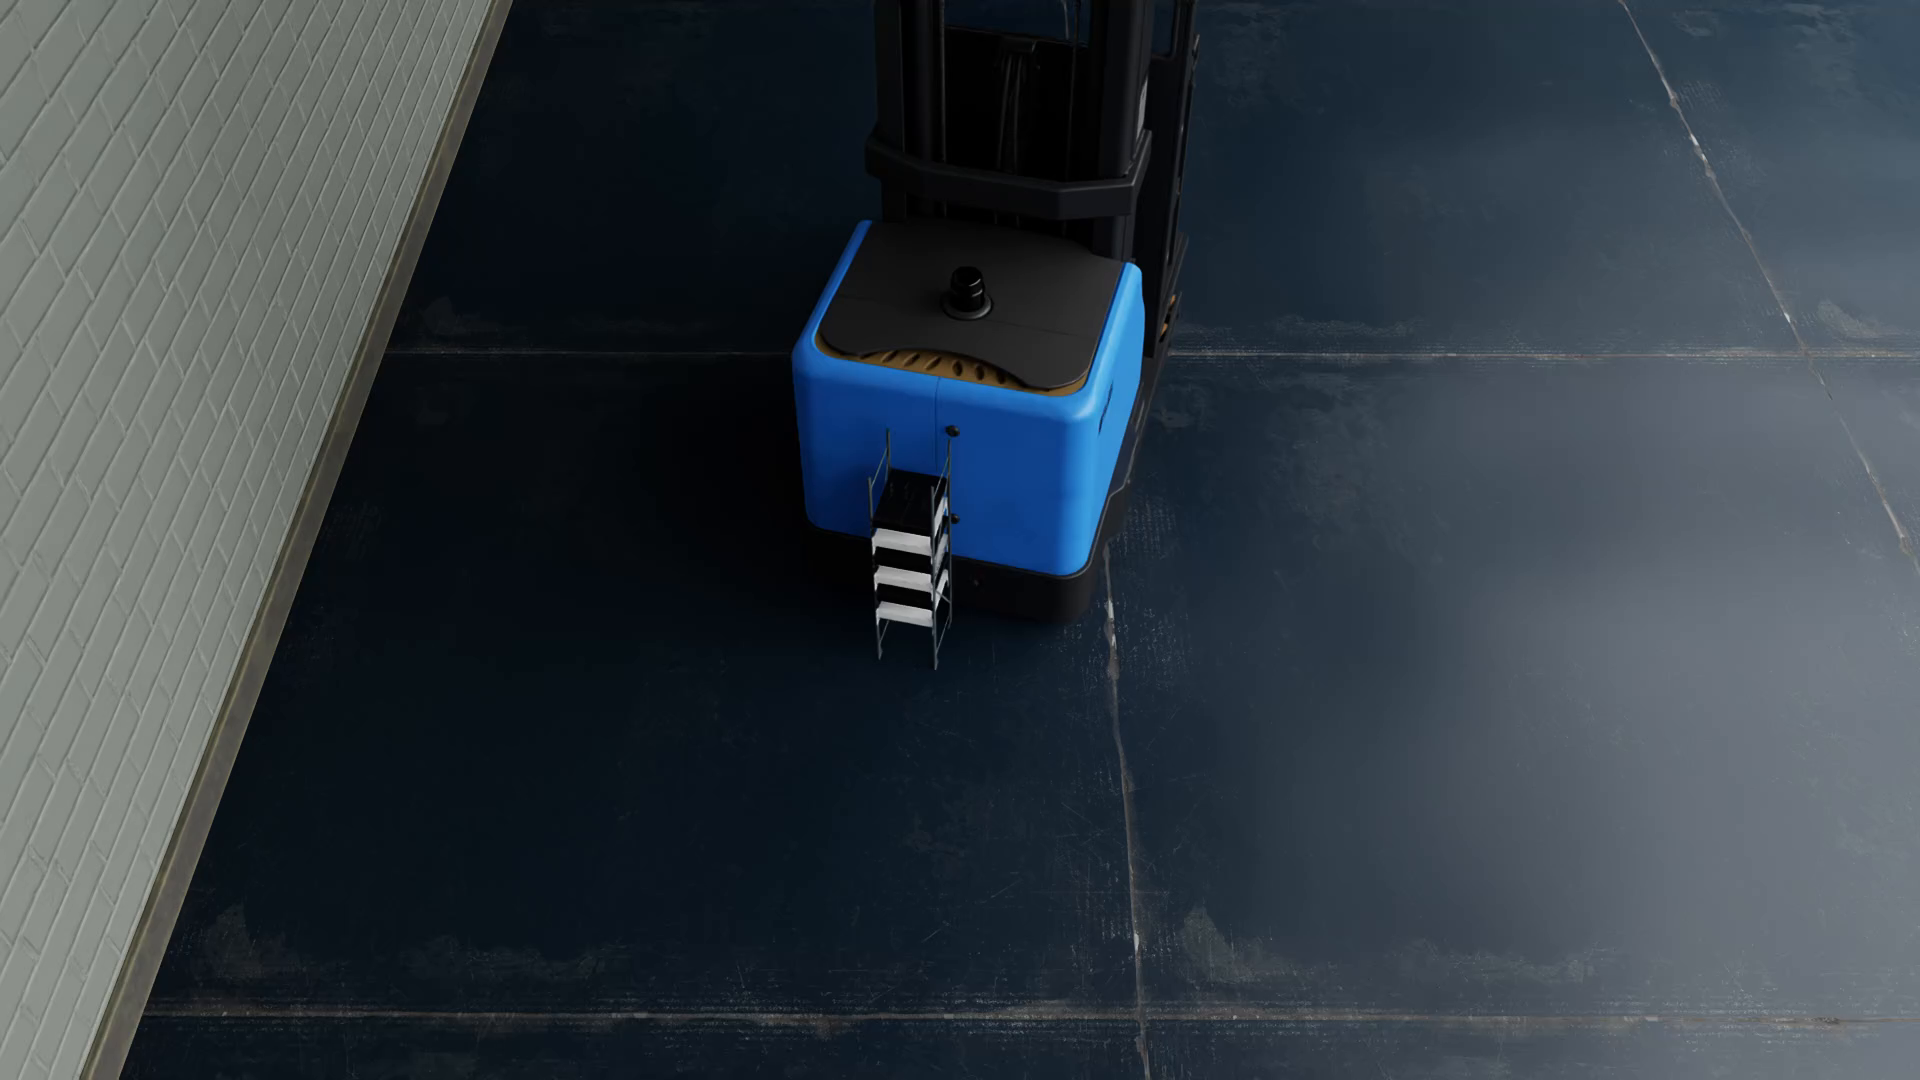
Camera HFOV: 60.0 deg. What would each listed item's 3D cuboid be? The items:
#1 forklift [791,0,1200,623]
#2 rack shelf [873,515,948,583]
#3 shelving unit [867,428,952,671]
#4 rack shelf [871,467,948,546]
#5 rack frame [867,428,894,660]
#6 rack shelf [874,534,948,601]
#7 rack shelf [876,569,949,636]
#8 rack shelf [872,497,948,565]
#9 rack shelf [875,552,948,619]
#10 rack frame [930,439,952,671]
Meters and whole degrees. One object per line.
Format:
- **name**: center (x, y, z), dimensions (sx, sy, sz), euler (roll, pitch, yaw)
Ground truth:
- **forklift**: center (0.313, -1.807, 5.929), dimensions (1.130, 2.935, 3.031), euler (11, 48, 10)
- **rack shelf**: center (-0.159, 0.011, 5.547), dimensions (0.200, 0.077, 0.258), euler (10, 48, 9)
- **shelving unit**: center (-0.159, 0.050, 5.589), dimensions (0.210, 0.900, 0.258), euler (10, 48, 9)
- **rack shelf**: center (-0.159, -0.111, 5.416), dimensions (0.200, 0.077, 0.258), euler (10, 48, 9)
- **rack frame**: center (-0.258, 0.032, 5.605), dimensions (0.006, 0.900, 0.240), euler (10, 48, 9)
- **rack shelf**: center (-0.159, 0.073, 5.613), dimensions (0.200, 0.077, 0.258), euler (10, 48, 9)
- **rack shelf**: center (-0.159, 0.195, 5.745), dimensions (0.200, 0.077, 0.258), euler (10, 48, 9)
- **rack shelf**: center (-0.159, -0.050, 5.481), dimensions (0.200, 0.077, 0.258), euler (10, 48, 9)
- **rack shelf**: center (-0.159, 0.134, 5.679), dimensions (0.200, 0.077, 0.258), euler (10, 48, 9)
- **rack frame**: center (-0.061, 0.068, 5.572), dimensions (0.006, 0.900, 0.240), euler (10, 48, 9)
